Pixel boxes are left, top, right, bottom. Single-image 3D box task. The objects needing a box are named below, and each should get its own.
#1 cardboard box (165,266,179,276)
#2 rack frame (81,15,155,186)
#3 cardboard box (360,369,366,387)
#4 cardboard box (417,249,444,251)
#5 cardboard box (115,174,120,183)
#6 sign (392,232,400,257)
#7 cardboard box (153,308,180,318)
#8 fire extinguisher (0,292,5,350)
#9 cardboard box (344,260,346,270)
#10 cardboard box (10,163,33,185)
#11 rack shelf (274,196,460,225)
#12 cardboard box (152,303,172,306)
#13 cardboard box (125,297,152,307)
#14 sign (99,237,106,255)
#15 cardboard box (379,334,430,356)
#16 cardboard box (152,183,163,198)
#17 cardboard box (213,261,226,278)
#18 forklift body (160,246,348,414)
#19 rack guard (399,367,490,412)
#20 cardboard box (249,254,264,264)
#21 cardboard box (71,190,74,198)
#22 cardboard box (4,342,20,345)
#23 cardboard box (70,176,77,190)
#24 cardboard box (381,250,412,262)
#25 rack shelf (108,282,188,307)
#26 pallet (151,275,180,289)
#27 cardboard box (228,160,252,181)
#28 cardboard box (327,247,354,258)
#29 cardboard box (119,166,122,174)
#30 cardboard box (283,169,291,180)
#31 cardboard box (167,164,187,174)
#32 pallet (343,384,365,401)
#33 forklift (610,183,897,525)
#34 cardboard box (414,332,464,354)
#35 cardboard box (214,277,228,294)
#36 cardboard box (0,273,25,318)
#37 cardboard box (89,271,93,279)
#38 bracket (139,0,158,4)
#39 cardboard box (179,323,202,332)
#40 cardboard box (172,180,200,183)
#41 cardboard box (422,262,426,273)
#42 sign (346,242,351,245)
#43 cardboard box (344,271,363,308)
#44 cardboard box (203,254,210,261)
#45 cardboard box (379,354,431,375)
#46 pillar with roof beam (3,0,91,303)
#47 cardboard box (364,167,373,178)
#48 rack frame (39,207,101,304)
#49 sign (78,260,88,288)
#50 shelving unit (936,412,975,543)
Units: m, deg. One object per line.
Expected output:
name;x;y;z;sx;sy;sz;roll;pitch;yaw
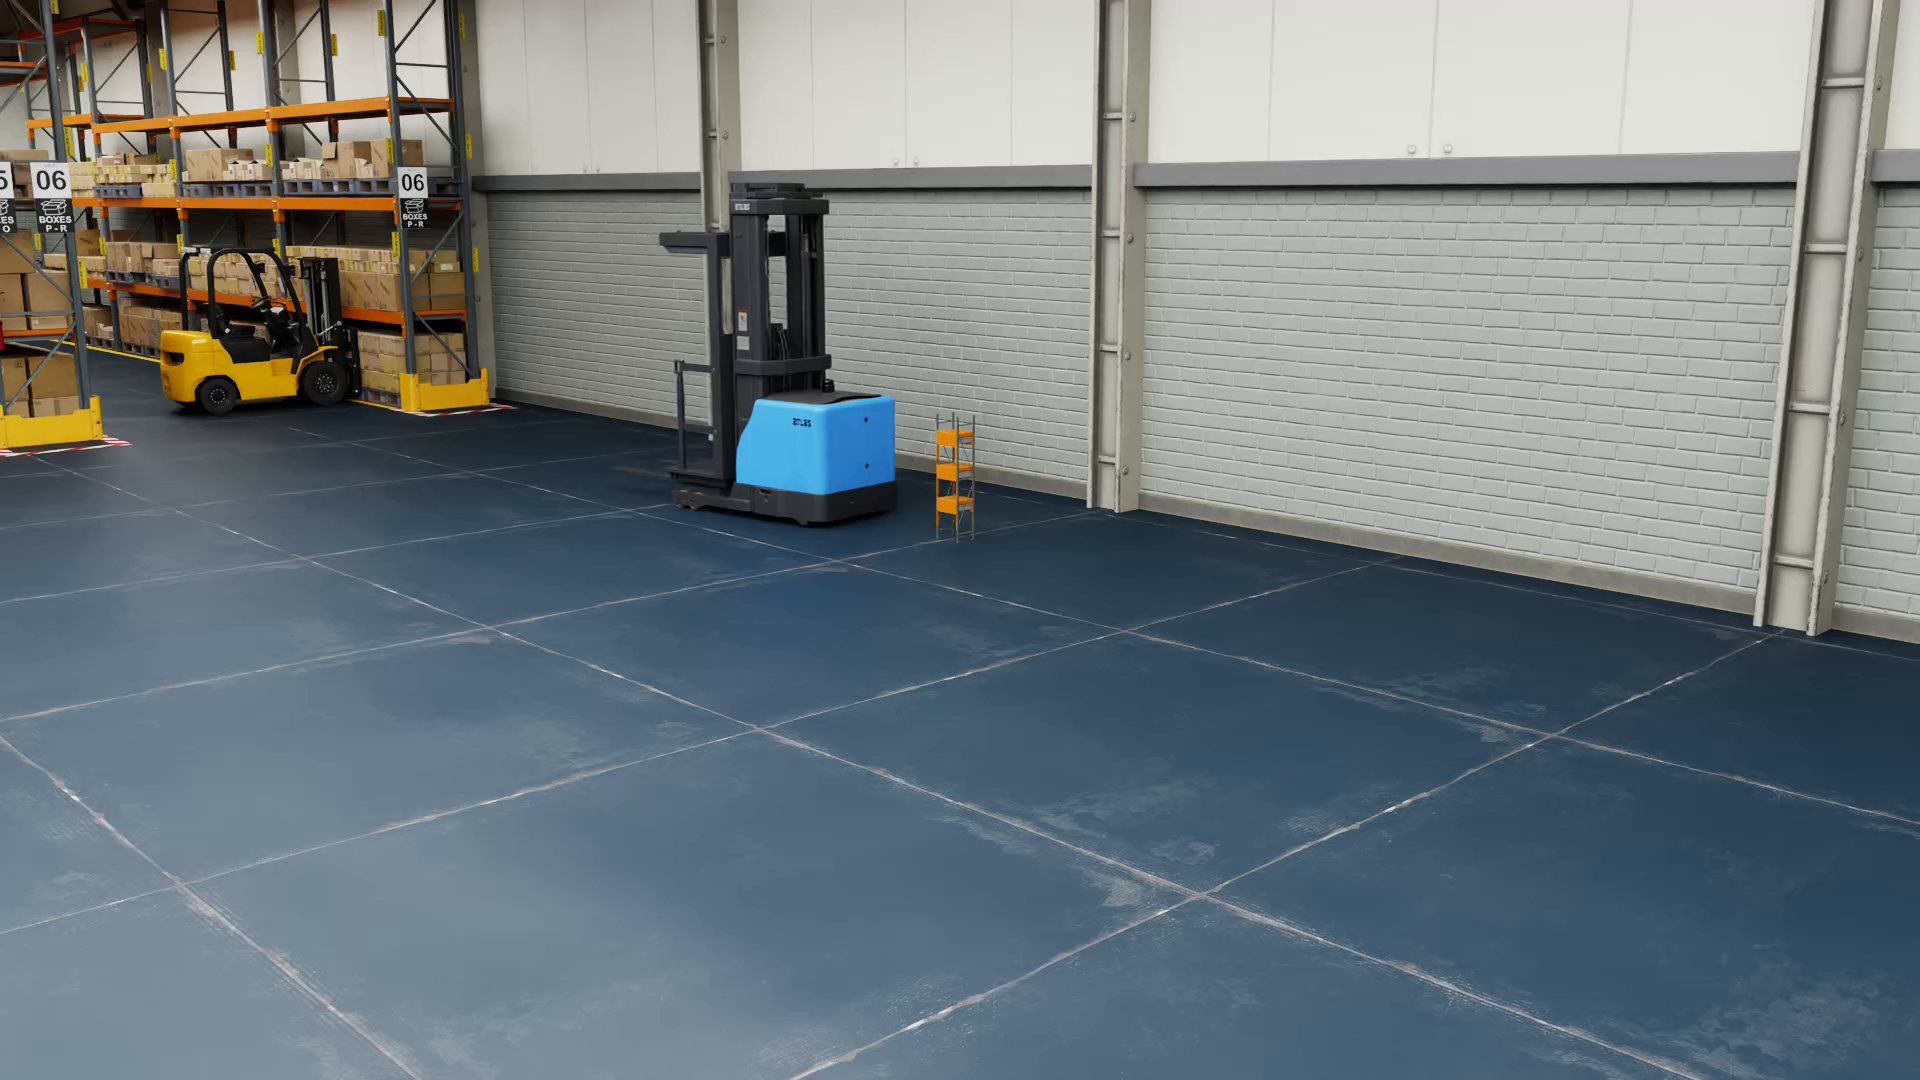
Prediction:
cardboard box;-13.297;-4.584;28.309;0.380;0.149;0.250;-11;16;-42
rack frame;-15.328;-7.981;30.348;1.000;3.000;0.127;-11;16;-43
cardboard box;-8.270;-2.323;23.526;0.500;0.250;0.500;-11;16;-42
cardboard box;-7.257;-3.930;22.961;0.380;0.149;0.250;-10;15;-41
cardboard box;-14.702;-6.396;29.421;0.380;0.149;0.250;-11;16;-43
sign;-7.443;-3.901;21.955;0.100;0.325;0.005;-11;16;-43
cardboard box;-14.118;-4.035;29.610;0.380;0.149;0.250;-11;16;-42
fire extinguisher;-10.883;-2.480;18.708;0.296;0.674;0.183;-11;16;-43
cardboard box;-8.494;-3.902;23.564;0.380;0.149;0.250;-11;16;-43
cardboard box;-10.783;-4.251;19.312;0.500;0.250;0.500;-11;16;-44
rack shelf;-8.422;-4.700;23.640;1.077;0.370;4.000;-11;16;-43
cardboard box;-14.866;-4.328;31.032;0.250;0.149;0.380;11;16;43
cardboard box;-15.059;-4.367;30.482;0.250;0.149;0.380;11;16;42
sign;-15.715;-5.390;30.494;0.100;0.325;0.005;-11;16;-43
cardboard box;-7.585;-2.664;22.702;0.500;0.250;0.500;-10;15;-41
cardboard box;-13.444;-5.969;28.387;0.500;0.250;0.500;-11;16;-42
cardboard box;-11.743;-4.379;26.867;0.500;0.250;0.500;11;16;44
forklift body;-9.670;-2.898;22.648;2.313;2.155;1.214;-11;16;-43
rack guard;-7.025;-2.063;22.688;1.175;0.500;0.348;-11;16;-43
cardboard box;-10.800;-4.359;25.779;0.250;0.149;0.380;11;16;43
cardboard box;-16.875;-6.621;31.802;0.380;0.149;0.250;-10;16;-41
cardboard box;-12.436;-2.286;21.489;0.500;0.500;0.500;-11;16;-42
cardboard box;-16.555;-6.770;31.540;0.500;0.250;0.500;-10;16;-41
cardboard box;-7.634;-3.858;22.612;0.380;0.149;0.250;-11;16;-42
rack shelf;-13.947;-4.398;29.609;1.077;0.370;4.000;-11;16;-43
pallet;-13.085;-4.454;28.572;1.213;0.211;1.003;-11;16;-43
cardboard box;-11.010;-5.739;25.832;0.500;0.311;0.500;11;16;43
cardboard box;-8.851;-4.123;23.896;0.380;0.149;0.250;-11;16;-43
cardboard box;-14.643;-6.549;29.430;0.380;0.149;0.250;-11;16;-42
cardboard box;-9.713;-5.368;24.433;0.380;0.149;0.250;-10;16;-41
cardboard box;-13.017;-6.204;27.806;0.380;0.149;0.250;-10;15;-41
pallet;-8.438;-2.209;24.112;1.003;0.211;1.213;-11;16;-43
forklift;-2.033;-1.783;15.302;3.031;2.935;1.130;9;15;38
cardboard box;-7.236;-2.736;23.056;0.500;0.250;0.500;-11;16;-43
cardboard box;-11.732;-4.138;26.936;0.500;0.250;0.500;11;16;43
cardboard box;-11.203;-2.835;19.251;0.500;0.500;0.500;-11;16;-44
cardboard box;-16.285;-5.042;31.576;0.380;0.149;0.250;-10;16;-41
bracket;-13.336;-9.483;28.717;0.076;0.066;4.783;-11;16;-43
cardboard box;-13.013;-3.472;28.484;0.500;0.500;0.500;-10;15;-41
cardboard box;-12.985;-6.068;27.881;0.380;0.149;0.250;-10;16;-41
cardboard box;-7.304;-3.771;22.925;0.380;0.149;0.250;-11;16;-43
sign;-9.403;-4.415;25.568;0.100;0.325;0.005;-11;16;-43
cardboard box;-8.277;-3.527;23.350;0.500;0.500;0.500;-11;16;-44
cardboard box;-12.178;-4.665;27.267;0.380;0.149;0.250;-10;16;-41
cardboard box;-7.604;-2.423;22.771;0.500;0.250;0.500;-11;16;-43
pillar with roof beam;-22.414;-8.484;32.789;9.100;9.000;0.548;-11;16;-43
cardboard box;-7.833;-4.971;22.505;0.250;0.149;0.380;11;16;44
rack frame;-18.091;-5.626;33.787;1.000;3.000;0.127;-11;16;-43
sign;-10.236;-3.099;19.373;0.100;0.325;0.005;-11;16;-43
shelving unit;-0.037;-0.522;13.843;0.215;1.050;0.252;-11;16;-43
